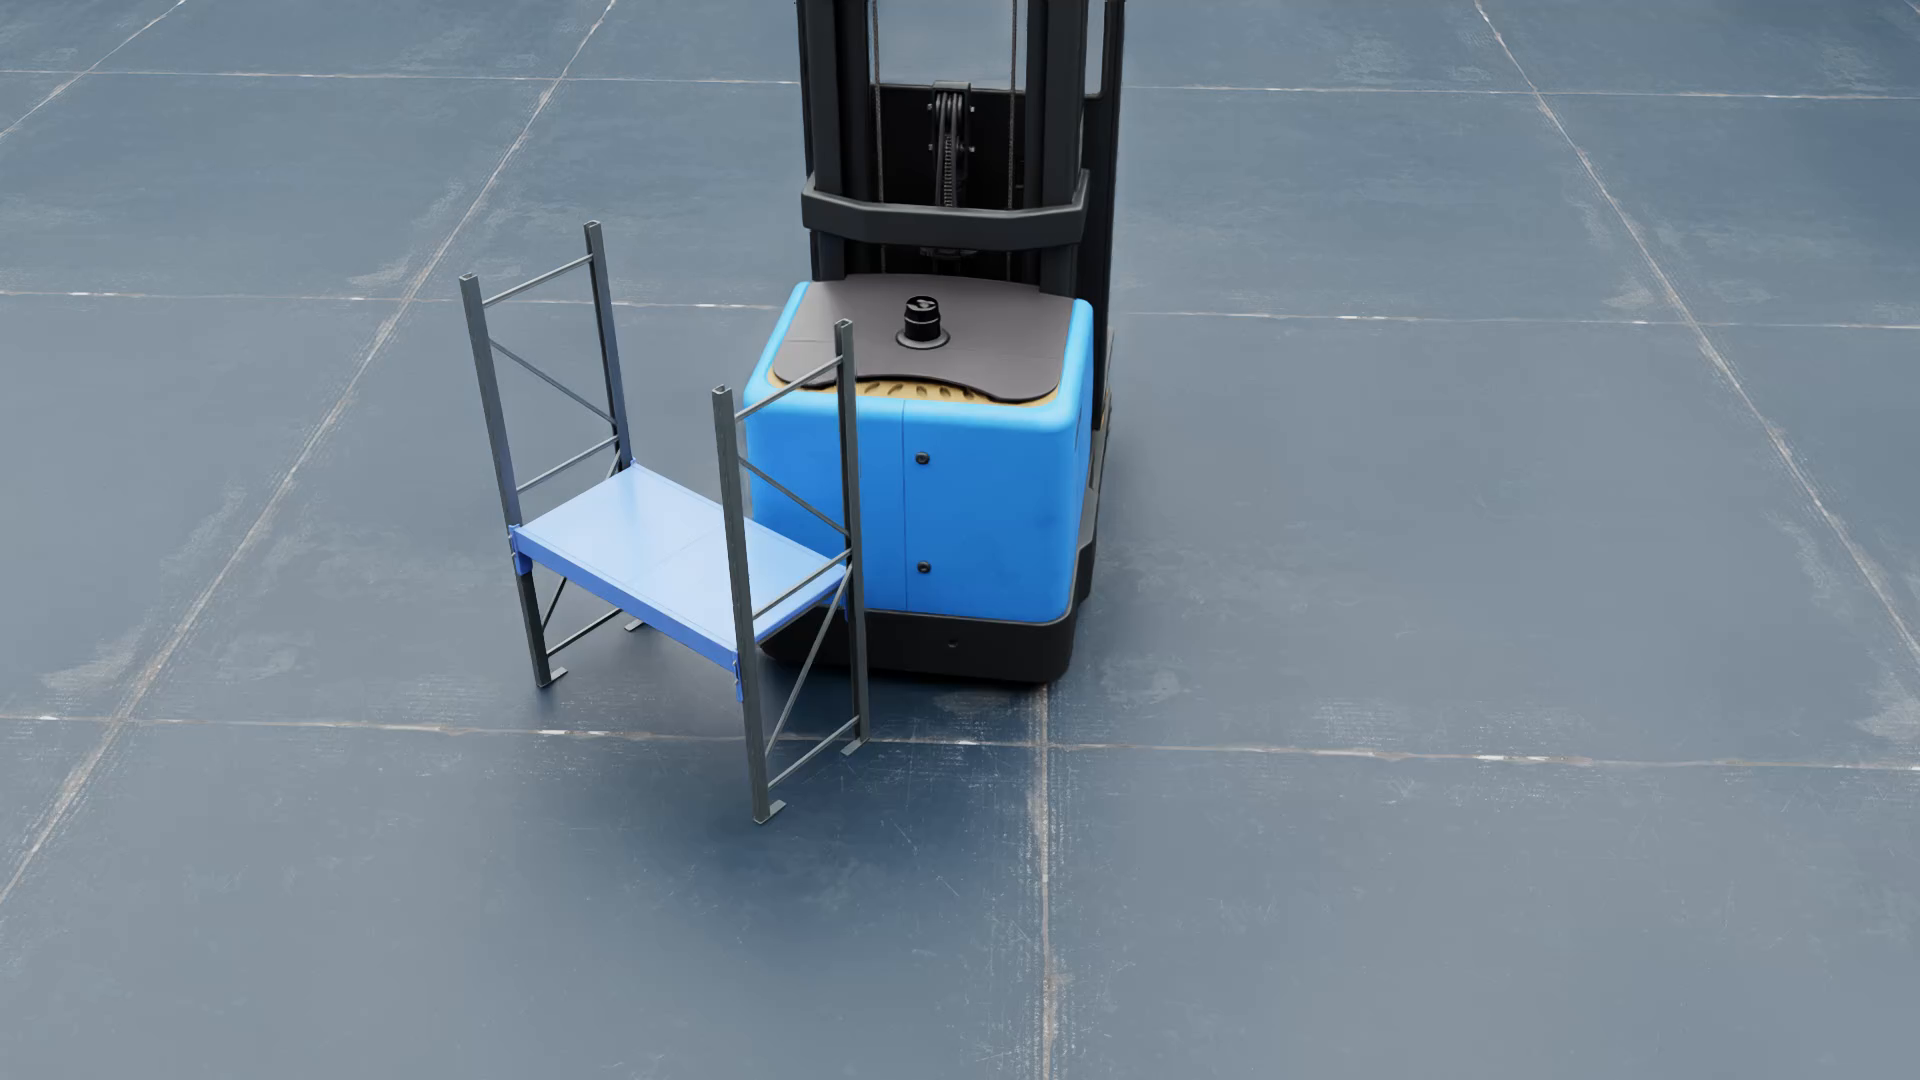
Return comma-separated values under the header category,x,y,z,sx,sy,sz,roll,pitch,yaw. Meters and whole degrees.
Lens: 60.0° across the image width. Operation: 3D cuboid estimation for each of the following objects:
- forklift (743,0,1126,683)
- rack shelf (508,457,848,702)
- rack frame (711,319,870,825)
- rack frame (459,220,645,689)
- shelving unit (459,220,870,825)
category,x,y,z,sx,sy,sz,roll,pitch,yaw
forklift,0.036,-1.567,5.931,1.130,2.935,3.031,5,35,6
rack shelf,-0.853,0.096,5.122,1.000,0.185,0.538,25,42,31
rack frame,-0.457,0.132,4.758,0.032,1.500,0.500,25,42,31
rack frame,-1.249,-0.235,5.280,0.032,1.500,0.500,25,42,31
shelving unit,-0.853,-0.052,5.019,1.048,1.500,0.538,25,42,31
